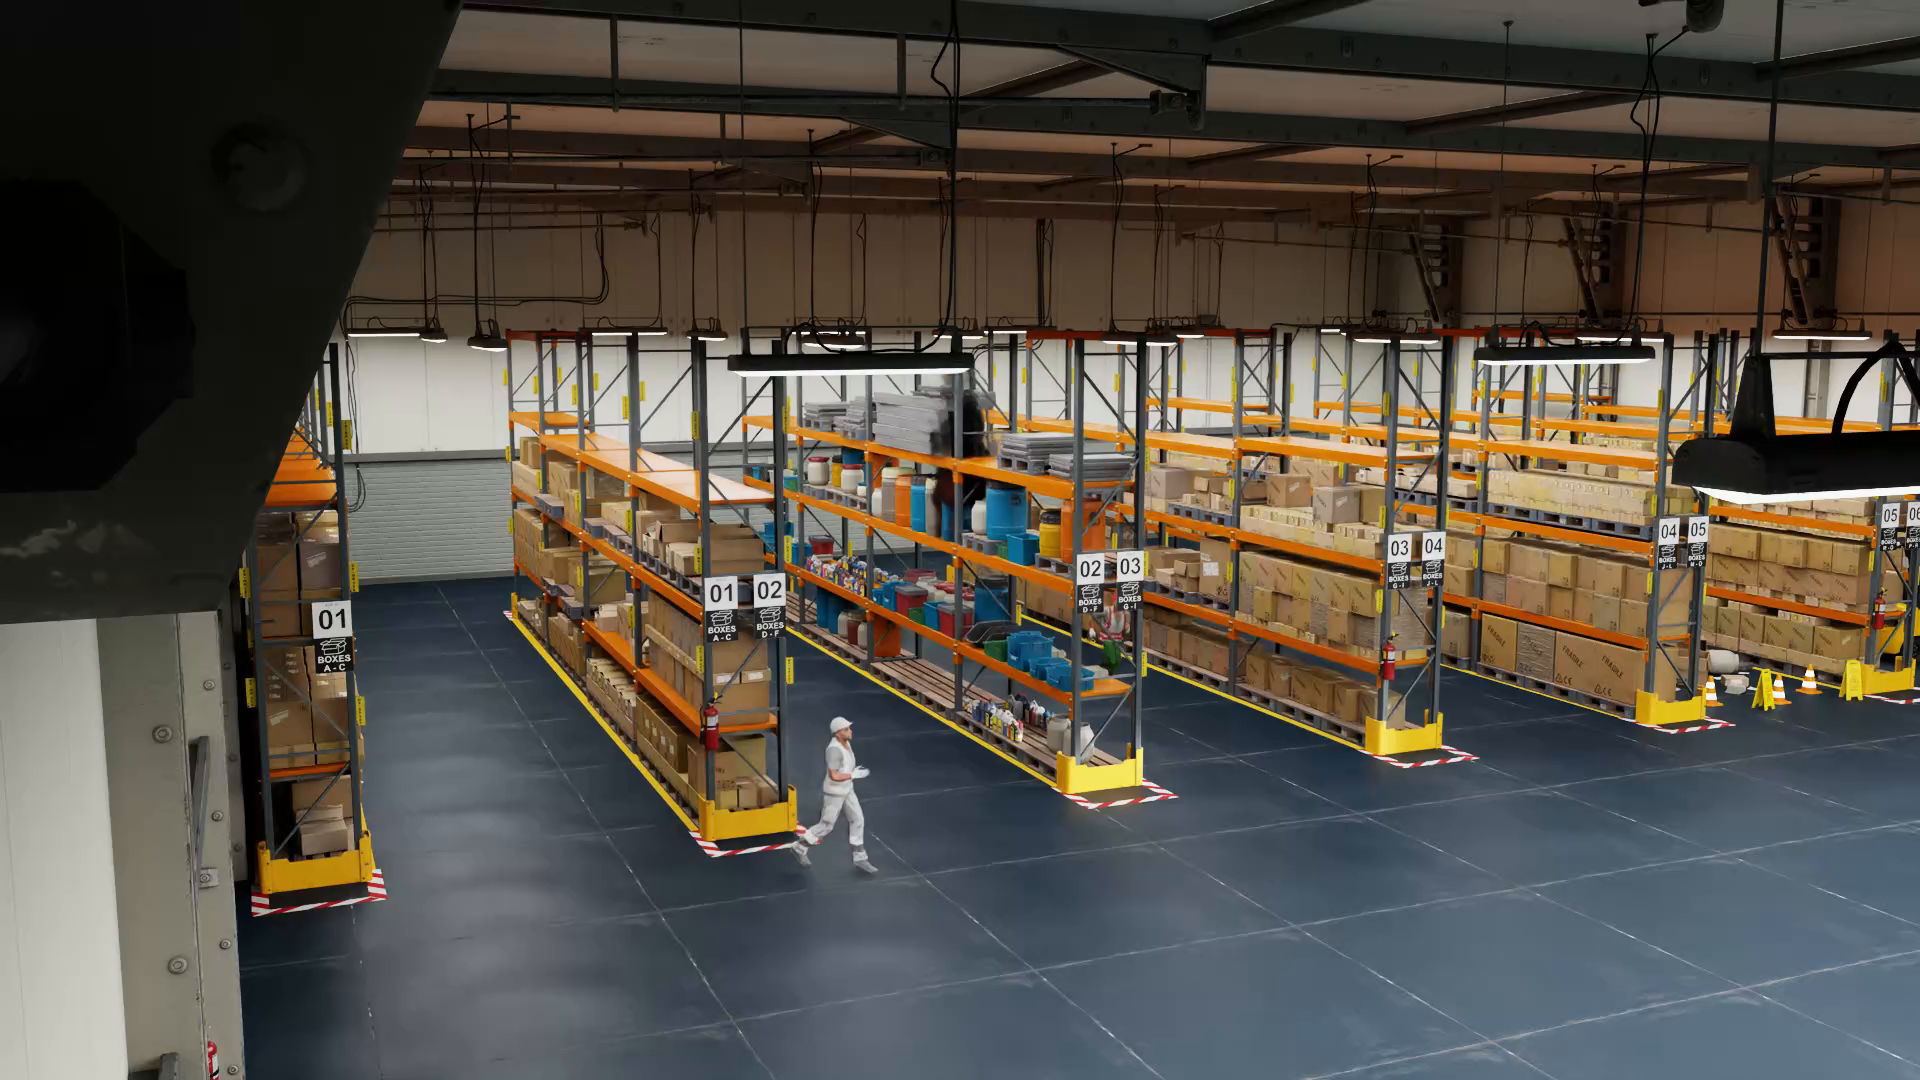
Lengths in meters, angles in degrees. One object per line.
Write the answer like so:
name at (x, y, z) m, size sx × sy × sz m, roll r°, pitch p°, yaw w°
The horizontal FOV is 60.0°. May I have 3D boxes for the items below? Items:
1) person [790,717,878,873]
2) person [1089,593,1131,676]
person at (-1.426, 2.885, 18.873) m, size 0.983 × 1.813 × 0.672 m, roll 2°, pitch 8°, yaw 14°
person at (2.565, 1.714, 27.837) m, size 0.649 × 1.703 × 0.719 m, roll -4°, pitch 9°, yaw -27°
